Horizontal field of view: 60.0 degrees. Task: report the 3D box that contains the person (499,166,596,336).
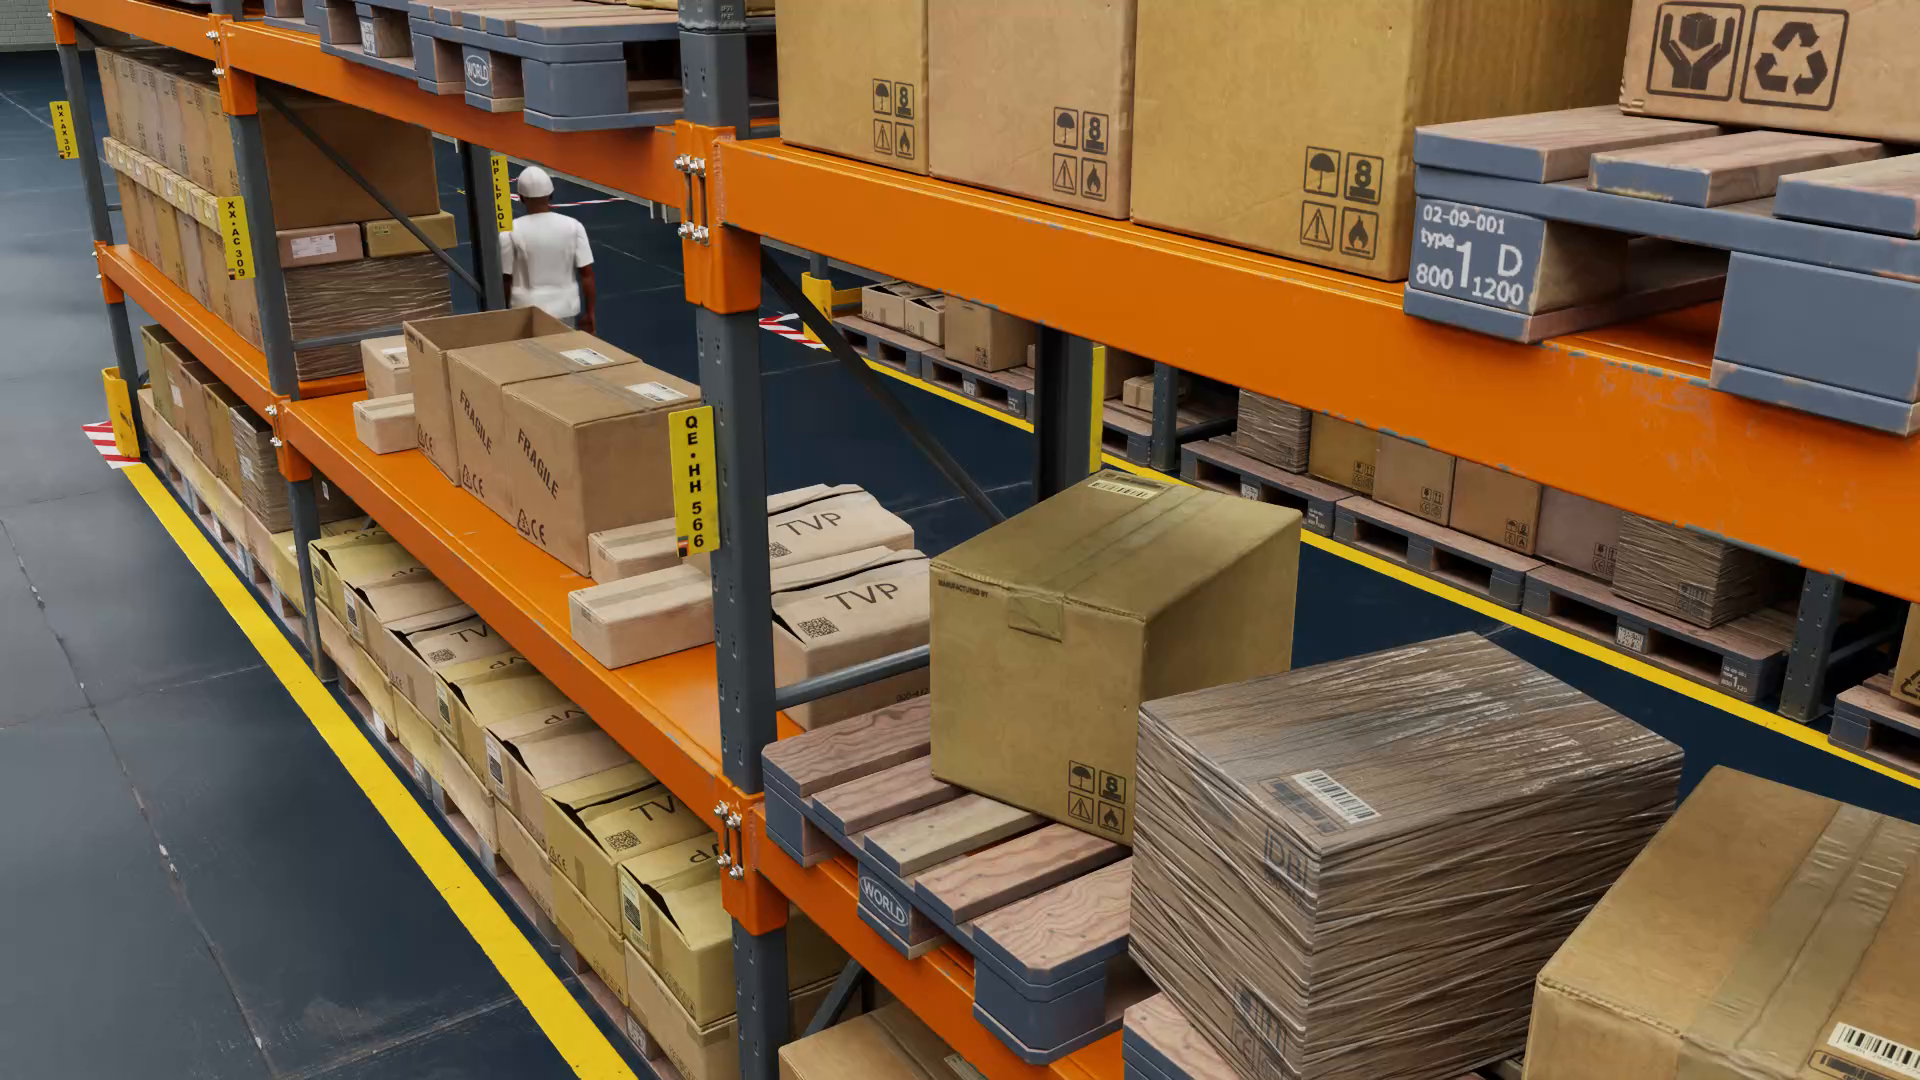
[{"bbox_3d":[-2.508,-1.345,10.027,0.564,1.812,0.511,-13,25,-30],"label":"person"}]
